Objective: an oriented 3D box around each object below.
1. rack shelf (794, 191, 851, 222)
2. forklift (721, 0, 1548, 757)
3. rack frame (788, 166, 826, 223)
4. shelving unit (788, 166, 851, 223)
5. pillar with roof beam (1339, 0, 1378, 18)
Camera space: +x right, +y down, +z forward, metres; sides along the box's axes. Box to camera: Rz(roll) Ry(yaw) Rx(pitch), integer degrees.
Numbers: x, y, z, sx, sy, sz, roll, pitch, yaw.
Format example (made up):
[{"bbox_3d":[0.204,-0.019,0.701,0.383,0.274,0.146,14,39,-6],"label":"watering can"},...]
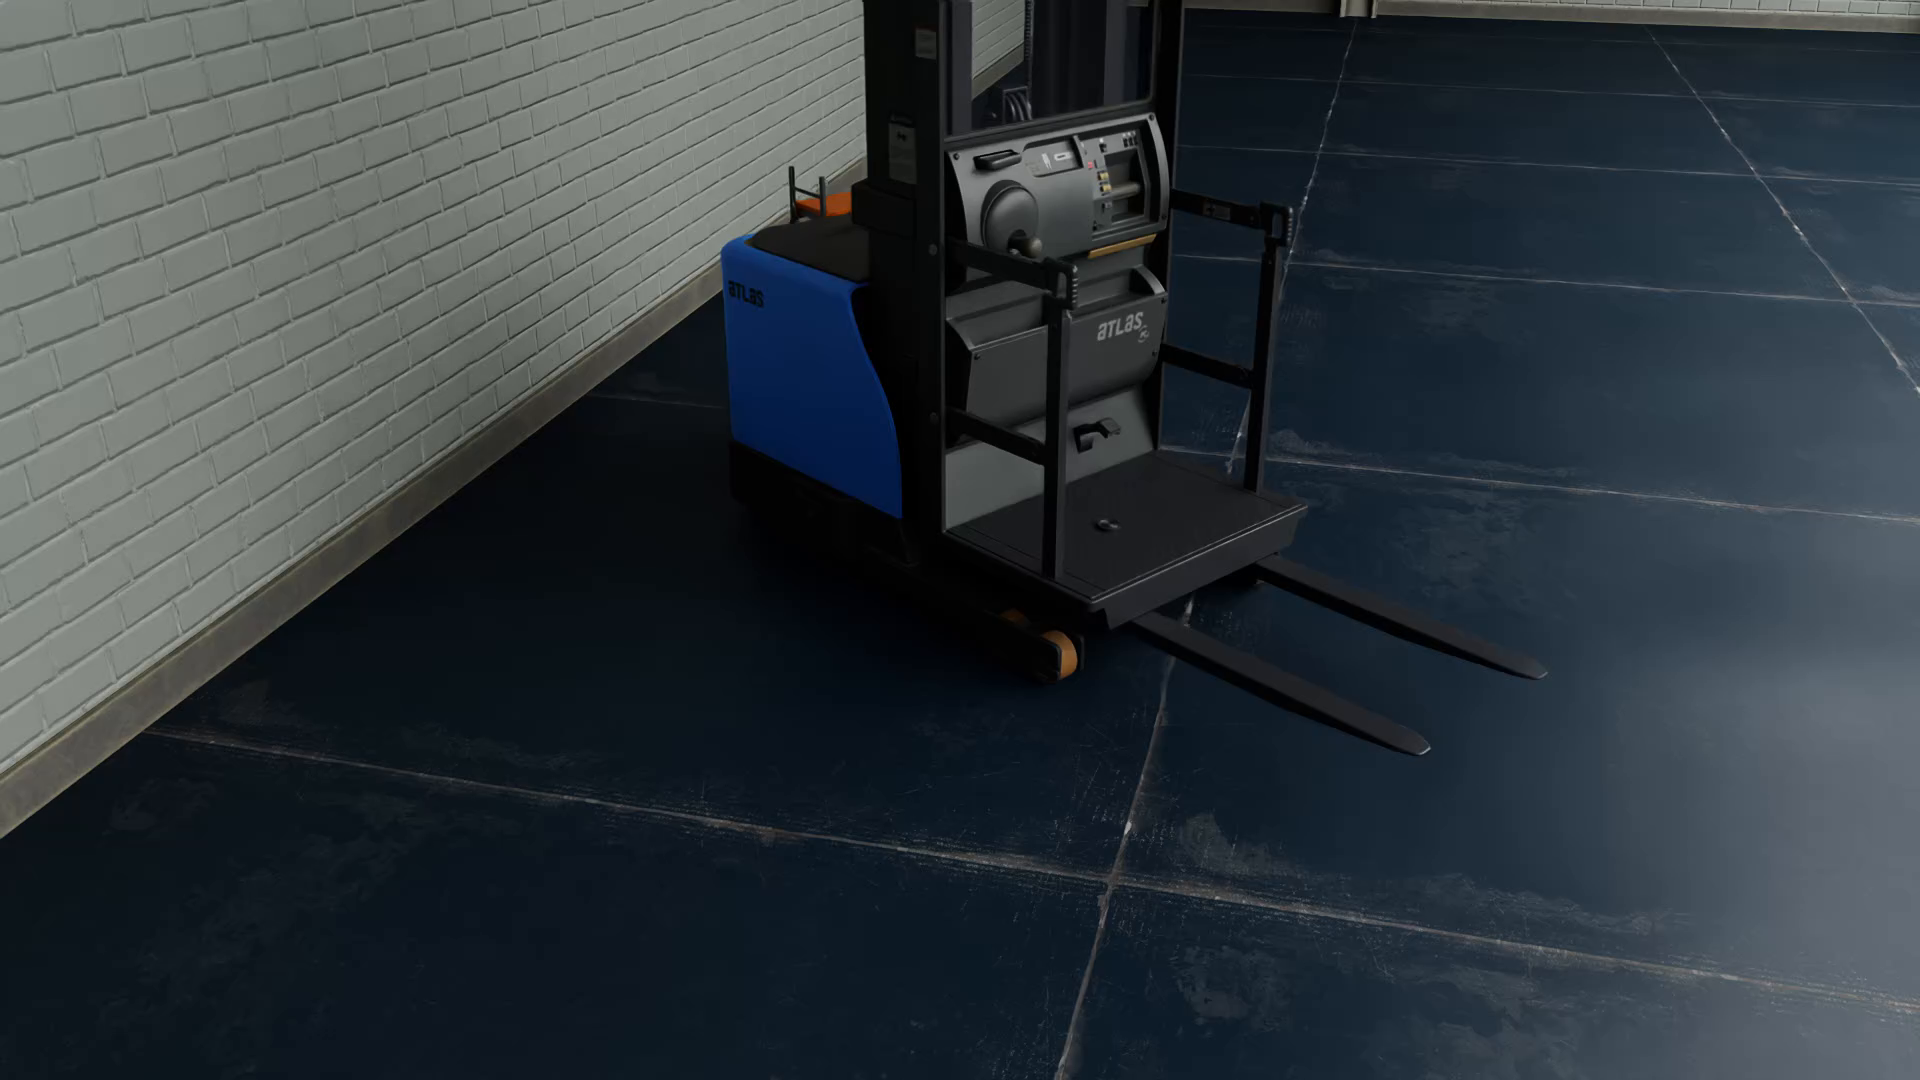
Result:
[{"bbox_3d":[-0.404,-1.311,6.693,0.480,0.148,0.258,-18,31,-34],"label":"rack shelf"},{"bbox_3d":[0.474,-1.116,5.185,1.130,2.935,3.031,-21,33,-37],"label":"forklift"},{"bbox_3d":[-0.596,-0.892,6.727,0.015,1.200,0.240,-18,31,-34],"label":"rack frame"},{"bbox_3d":[-0.404,-0.956,6.862,0.503,1.200,0.258,-18,31,-34],"label":"shelving unit"},{"bbox_3d":[3.361,-8.111,12.819,0.400,9.000,9.100,6,26,13],"label":"pillar with roof beam"}]
